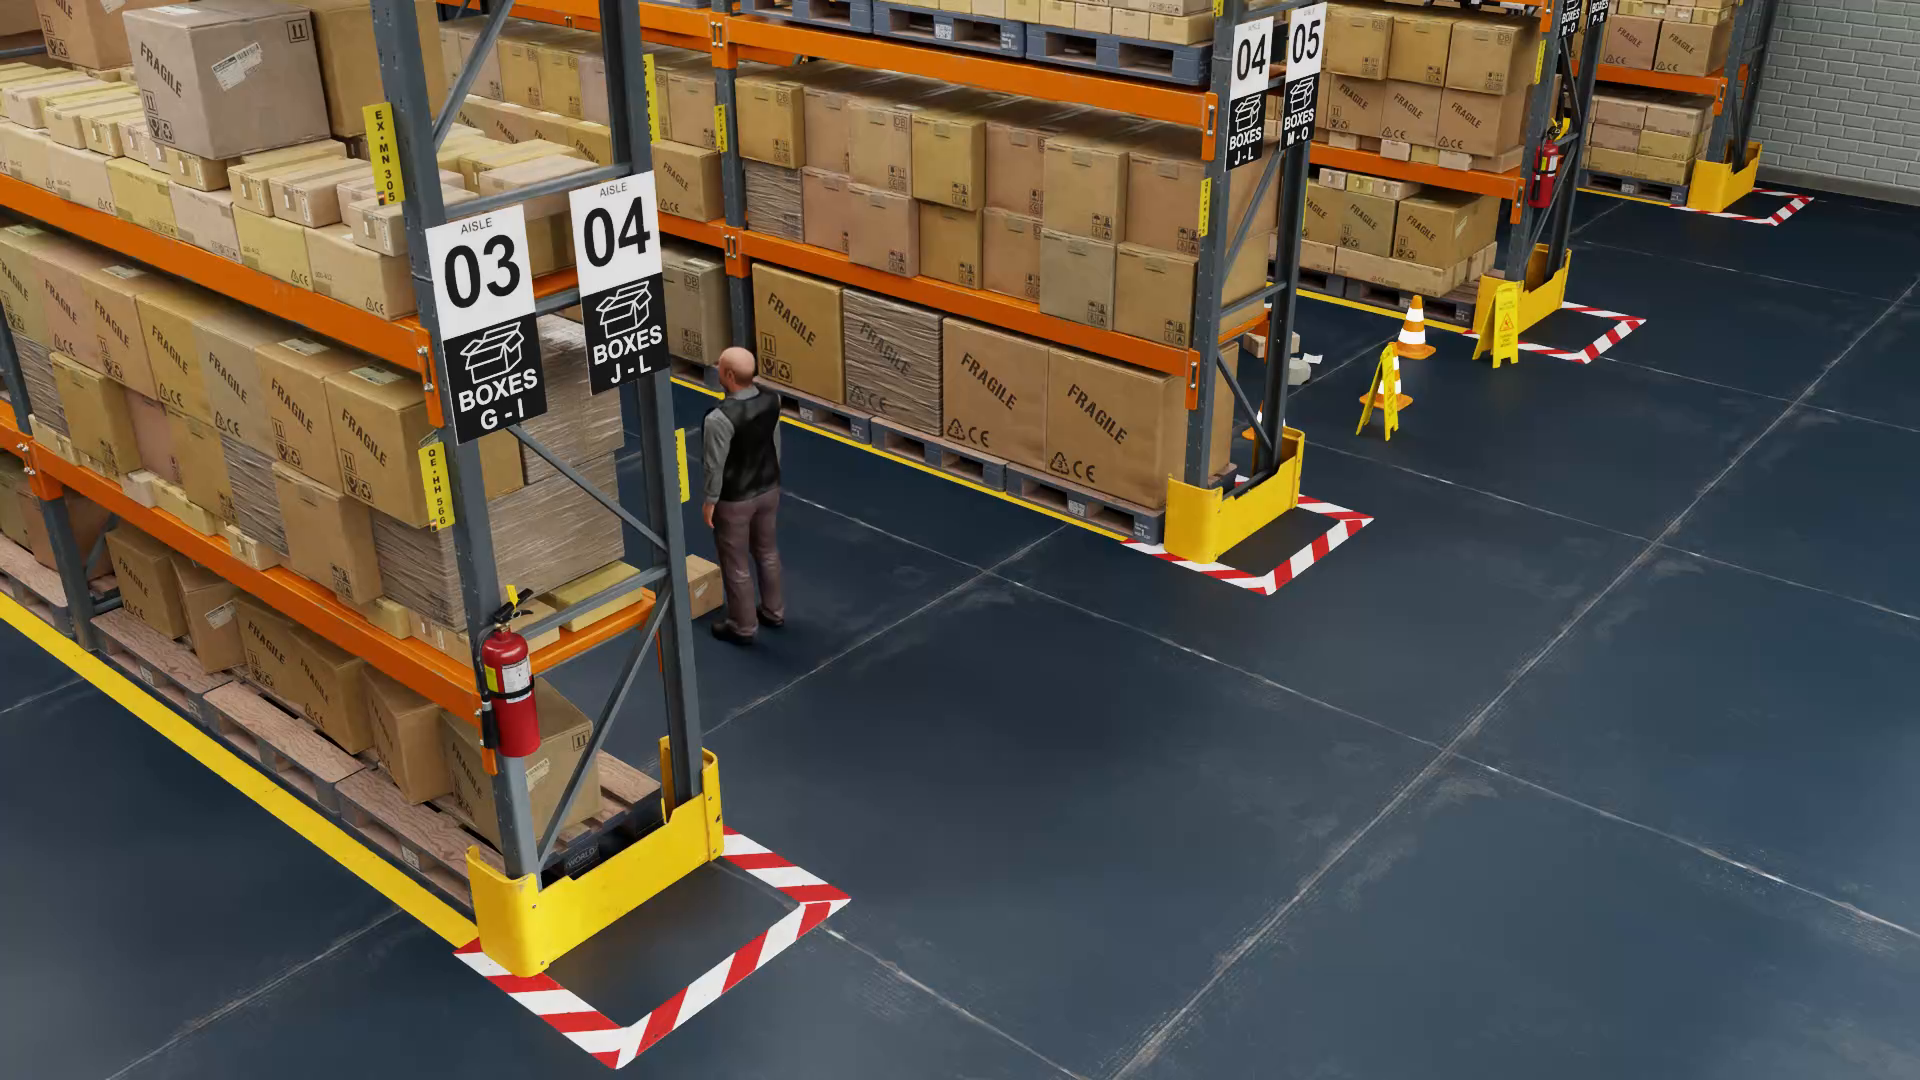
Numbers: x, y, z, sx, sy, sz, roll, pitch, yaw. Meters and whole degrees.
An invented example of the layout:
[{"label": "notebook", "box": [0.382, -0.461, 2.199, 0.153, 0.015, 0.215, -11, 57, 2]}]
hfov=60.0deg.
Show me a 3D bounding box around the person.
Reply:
[{"label": "person", "box": [-1.204, -0.247, 9.108, 0.373, 1.728, 0.534, 21, 34, 35]}]
